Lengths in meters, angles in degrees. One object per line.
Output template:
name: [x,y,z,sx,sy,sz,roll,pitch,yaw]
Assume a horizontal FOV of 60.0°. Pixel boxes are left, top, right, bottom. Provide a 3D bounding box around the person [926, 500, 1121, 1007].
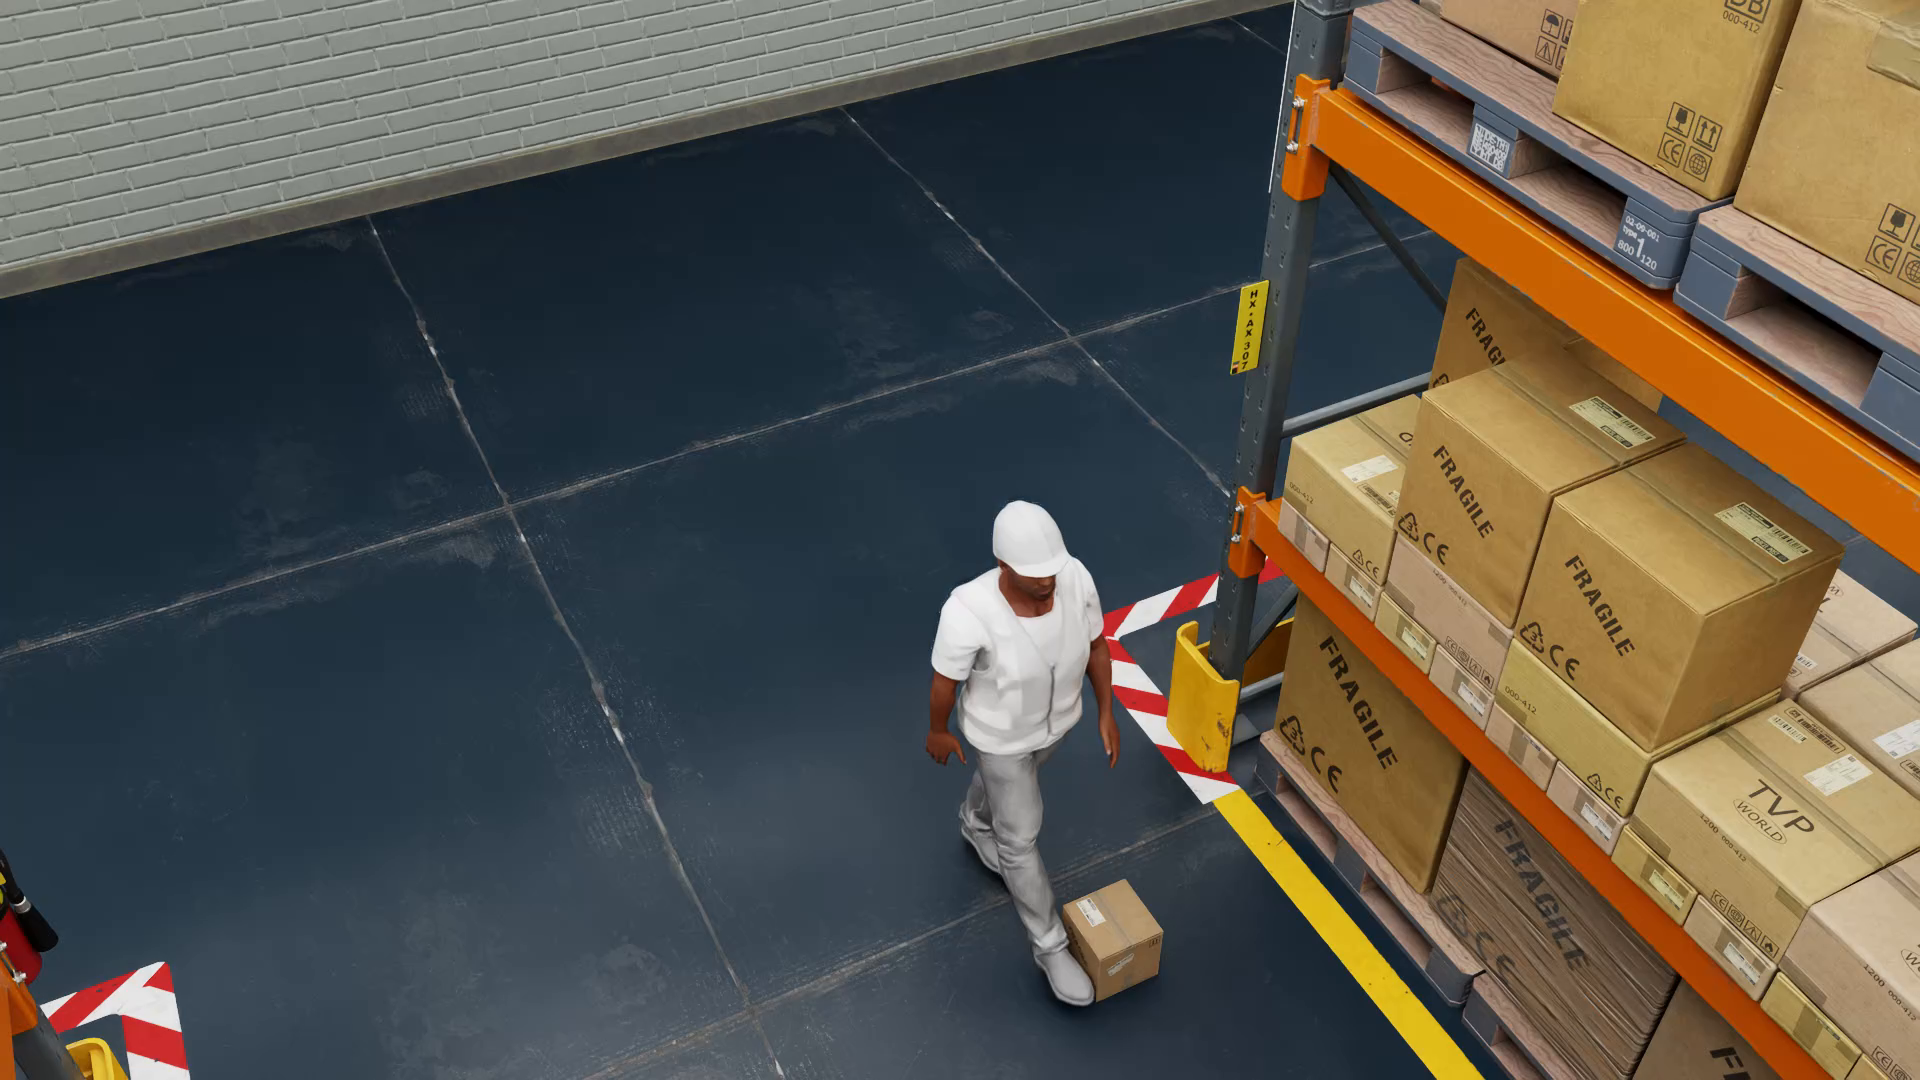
person: [0.294,0.645,5.370,0.582,1.732,0.933,-27,48,-27]
